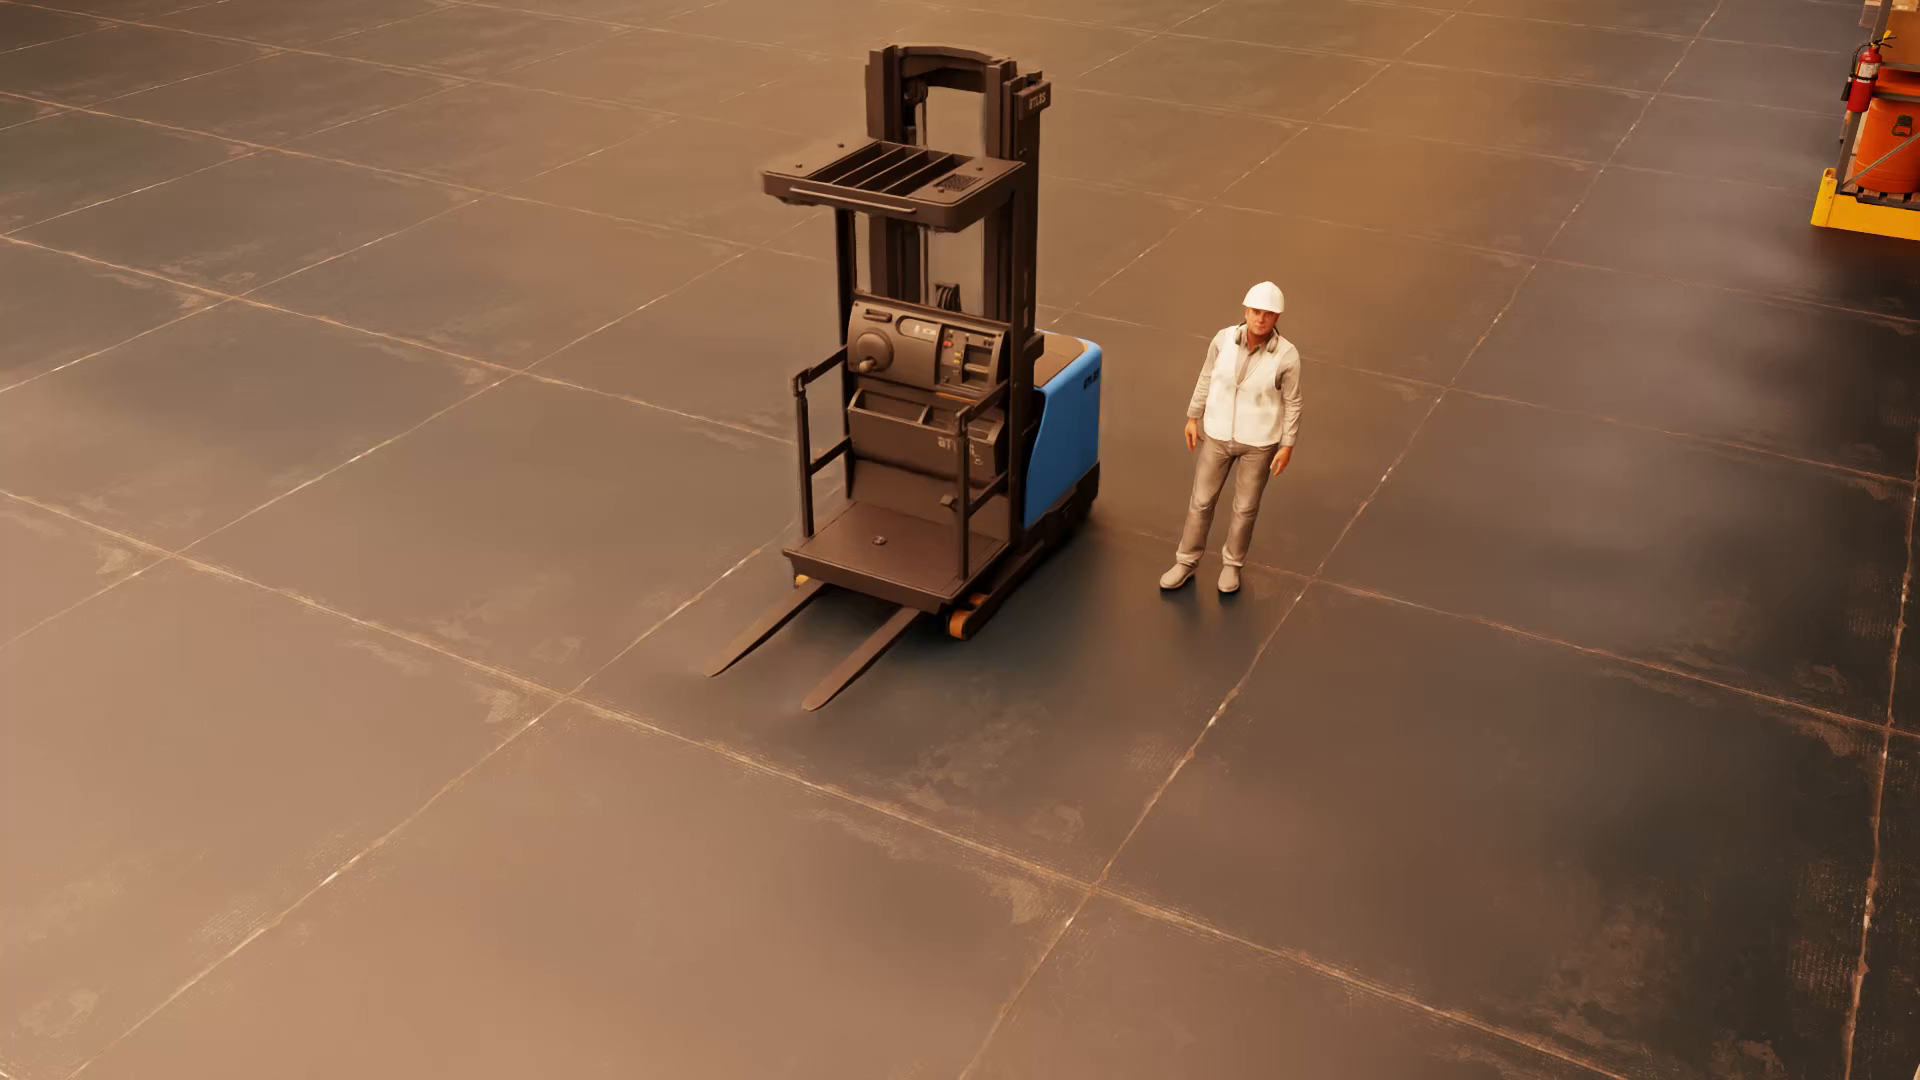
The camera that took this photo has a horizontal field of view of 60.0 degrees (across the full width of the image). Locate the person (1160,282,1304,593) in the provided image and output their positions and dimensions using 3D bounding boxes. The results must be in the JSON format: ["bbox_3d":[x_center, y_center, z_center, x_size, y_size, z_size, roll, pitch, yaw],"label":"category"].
[{"bbox_3d":[1.523,-0.544,9.156,0.633,1.773,0.567,14,33,23],"label":"person"}]

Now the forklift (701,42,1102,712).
[{"bbox_3d":[-0.290,-0.985,8.777,1.130,2.935,3.031,15,33,25],"label":"forklift"}]
